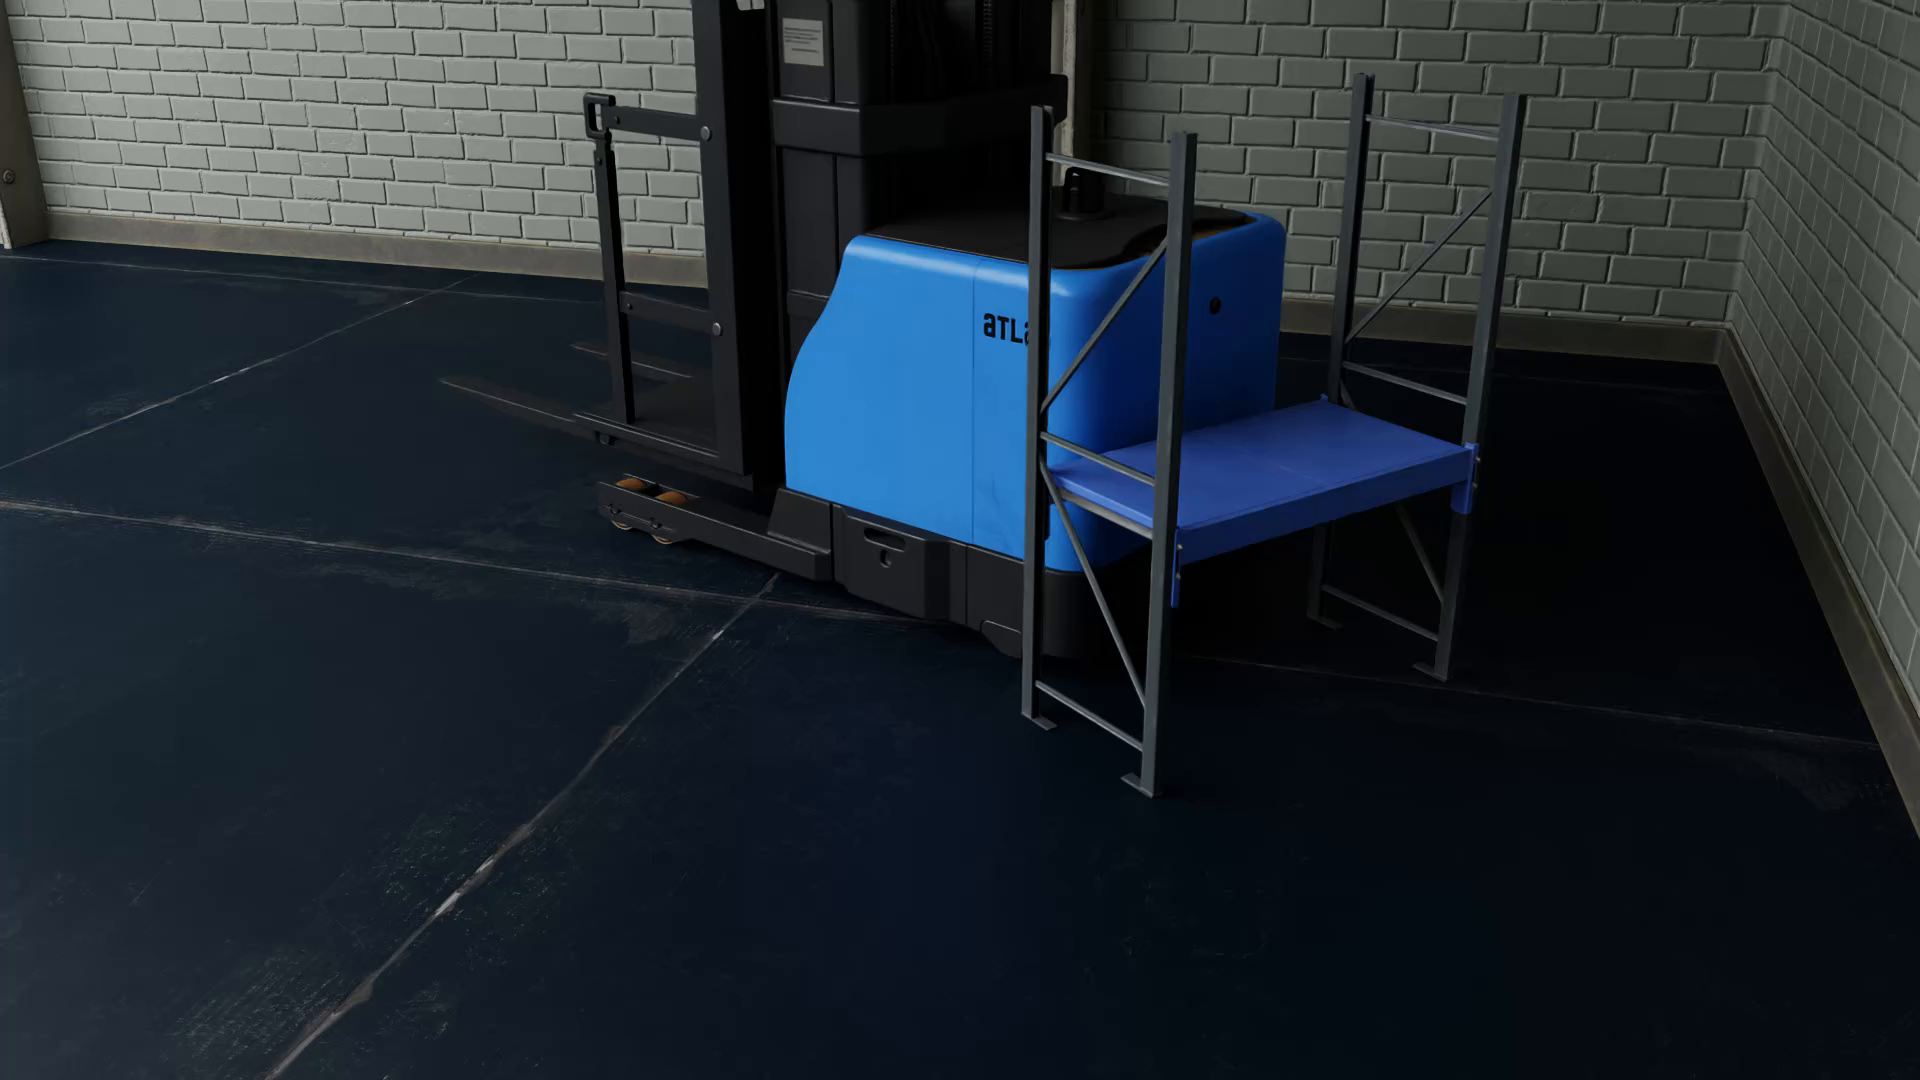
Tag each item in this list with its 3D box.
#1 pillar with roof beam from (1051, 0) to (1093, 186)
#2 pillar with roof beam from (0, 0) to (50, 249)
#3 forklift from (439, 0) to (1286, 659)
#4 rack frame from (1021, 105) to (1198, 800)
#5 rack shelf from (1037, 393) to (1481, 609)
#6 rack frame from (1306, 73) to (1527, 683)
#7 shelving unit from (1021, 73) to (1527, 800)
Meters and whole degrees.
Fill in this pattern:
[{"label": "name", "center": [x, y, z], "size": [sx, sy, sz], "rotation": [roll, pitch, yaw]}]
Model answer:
[{"label": "pillar with roof beam", "center": [-0.889, -3.630, 2.263], "size": [0.400, 9.000, 9.100], "rotation": [7, 23, 16]}, {"label": "pillar with roof beam", "center": [-6.634, -4.288, 3.866], "size": [0.400, 9.000, 9.100], "rotation": [7, 23, 16]}, {"label": "forklift", "center": [-0.535, -1.479, 5.013], "size": [3.031, 2.935, 1.130], "rotation": [17, 28, 36]}, {"label": "rack frame", "center": [0.311, -0.179, 3.730], "size": [0.032, 1.500, 0.500], "rotation": [-15, 27, -32]}, {"label": "rack shelf", "center": [0.727, -0.124, 4.069], "size": [1.000, 0.185, 0.538], "rotation": [-15, 27, -32]}, {"label": "rack frame", "center": [1.143, -0.401, 4.271], "size": [0.032, 1.500, 0.500], "rotation": [-15, 27, -32]}, {"label": "shelving unit", "center": [0.727, -0.290, 4.001], "size": [1.048, 1.500, 0.538], "rotation": [-15, 27, -32]}]
